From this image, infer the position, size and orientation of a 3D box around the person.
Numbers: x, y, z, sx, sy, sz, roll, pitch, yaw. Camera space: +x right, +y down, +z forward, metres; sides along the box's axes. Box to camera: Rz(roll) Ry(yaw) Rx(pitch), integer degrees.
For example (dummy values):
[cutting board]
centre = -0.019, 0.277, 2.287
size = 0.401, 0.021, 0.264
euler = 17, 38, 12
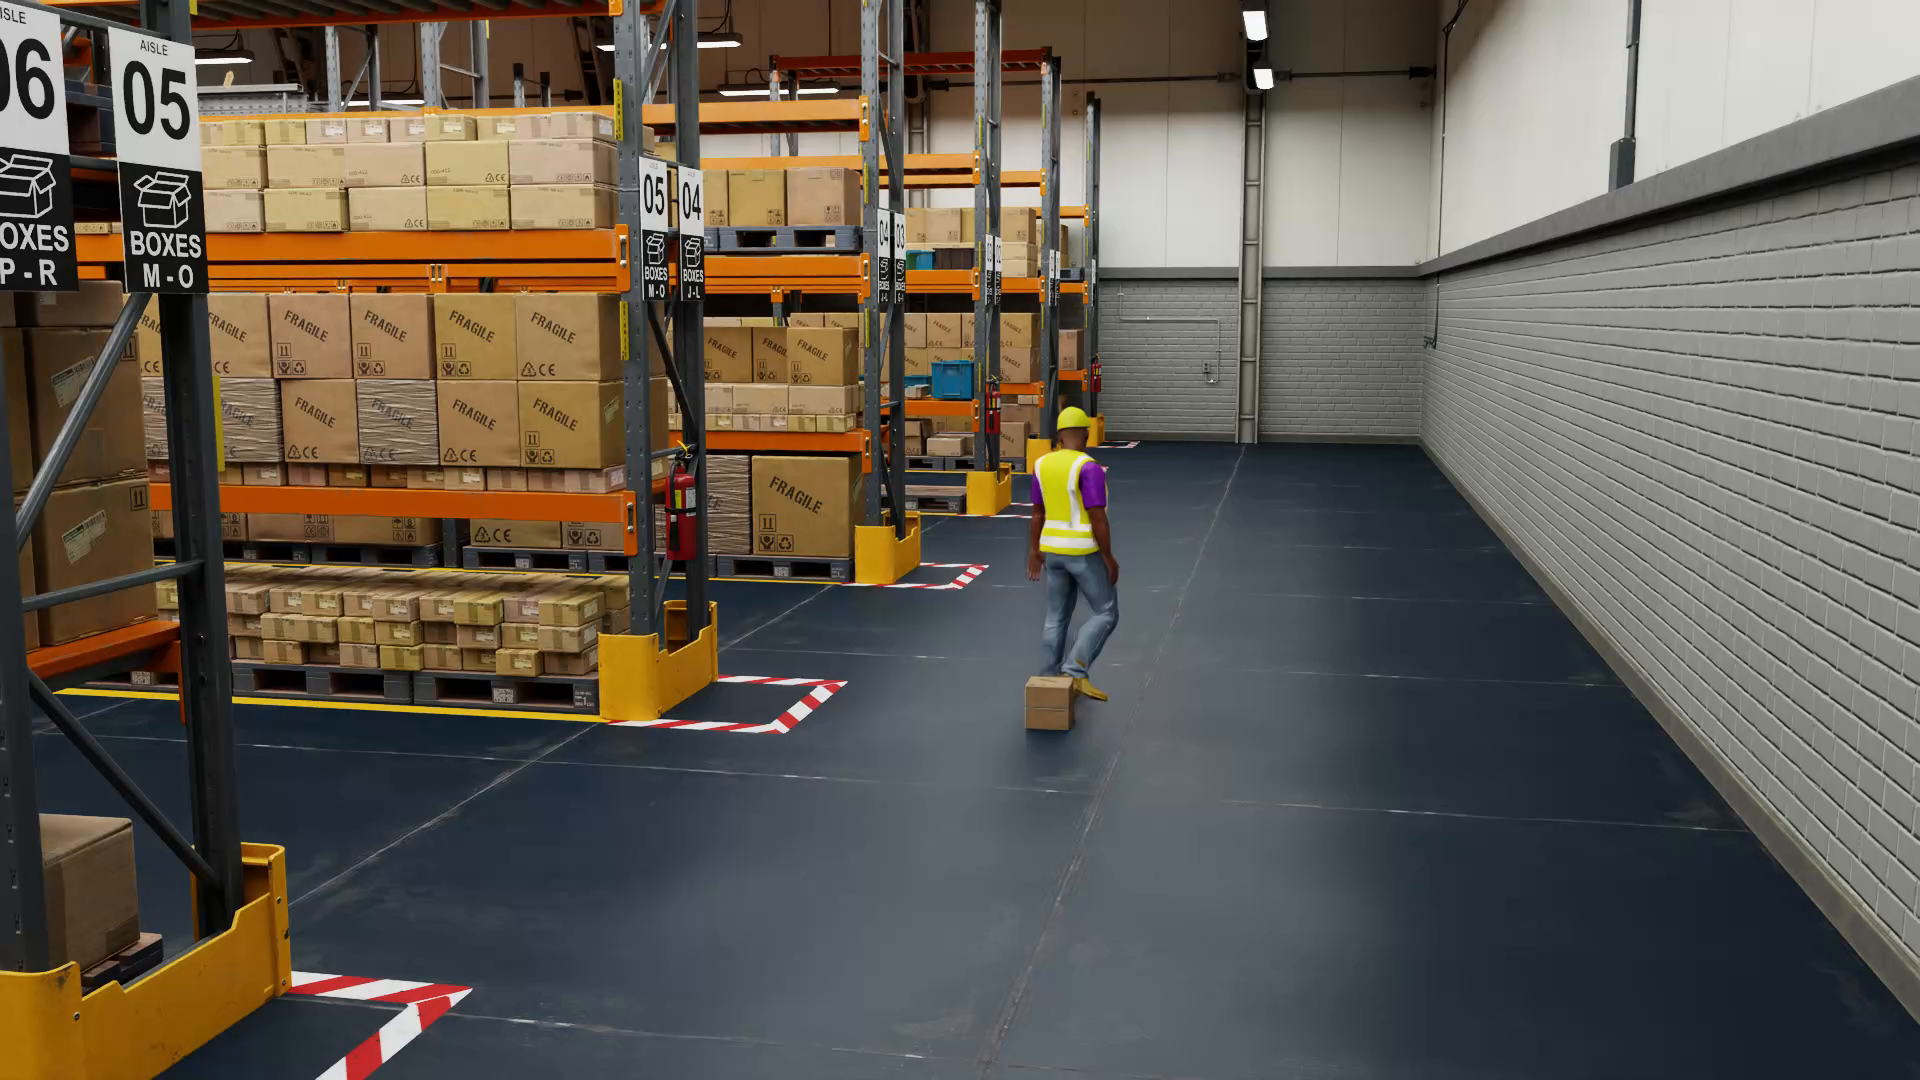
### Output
[person]
centre = 0.676, 0.086, 9.941
size = 0.453, 1.757, 0.699
euler = -7, 10, -41
